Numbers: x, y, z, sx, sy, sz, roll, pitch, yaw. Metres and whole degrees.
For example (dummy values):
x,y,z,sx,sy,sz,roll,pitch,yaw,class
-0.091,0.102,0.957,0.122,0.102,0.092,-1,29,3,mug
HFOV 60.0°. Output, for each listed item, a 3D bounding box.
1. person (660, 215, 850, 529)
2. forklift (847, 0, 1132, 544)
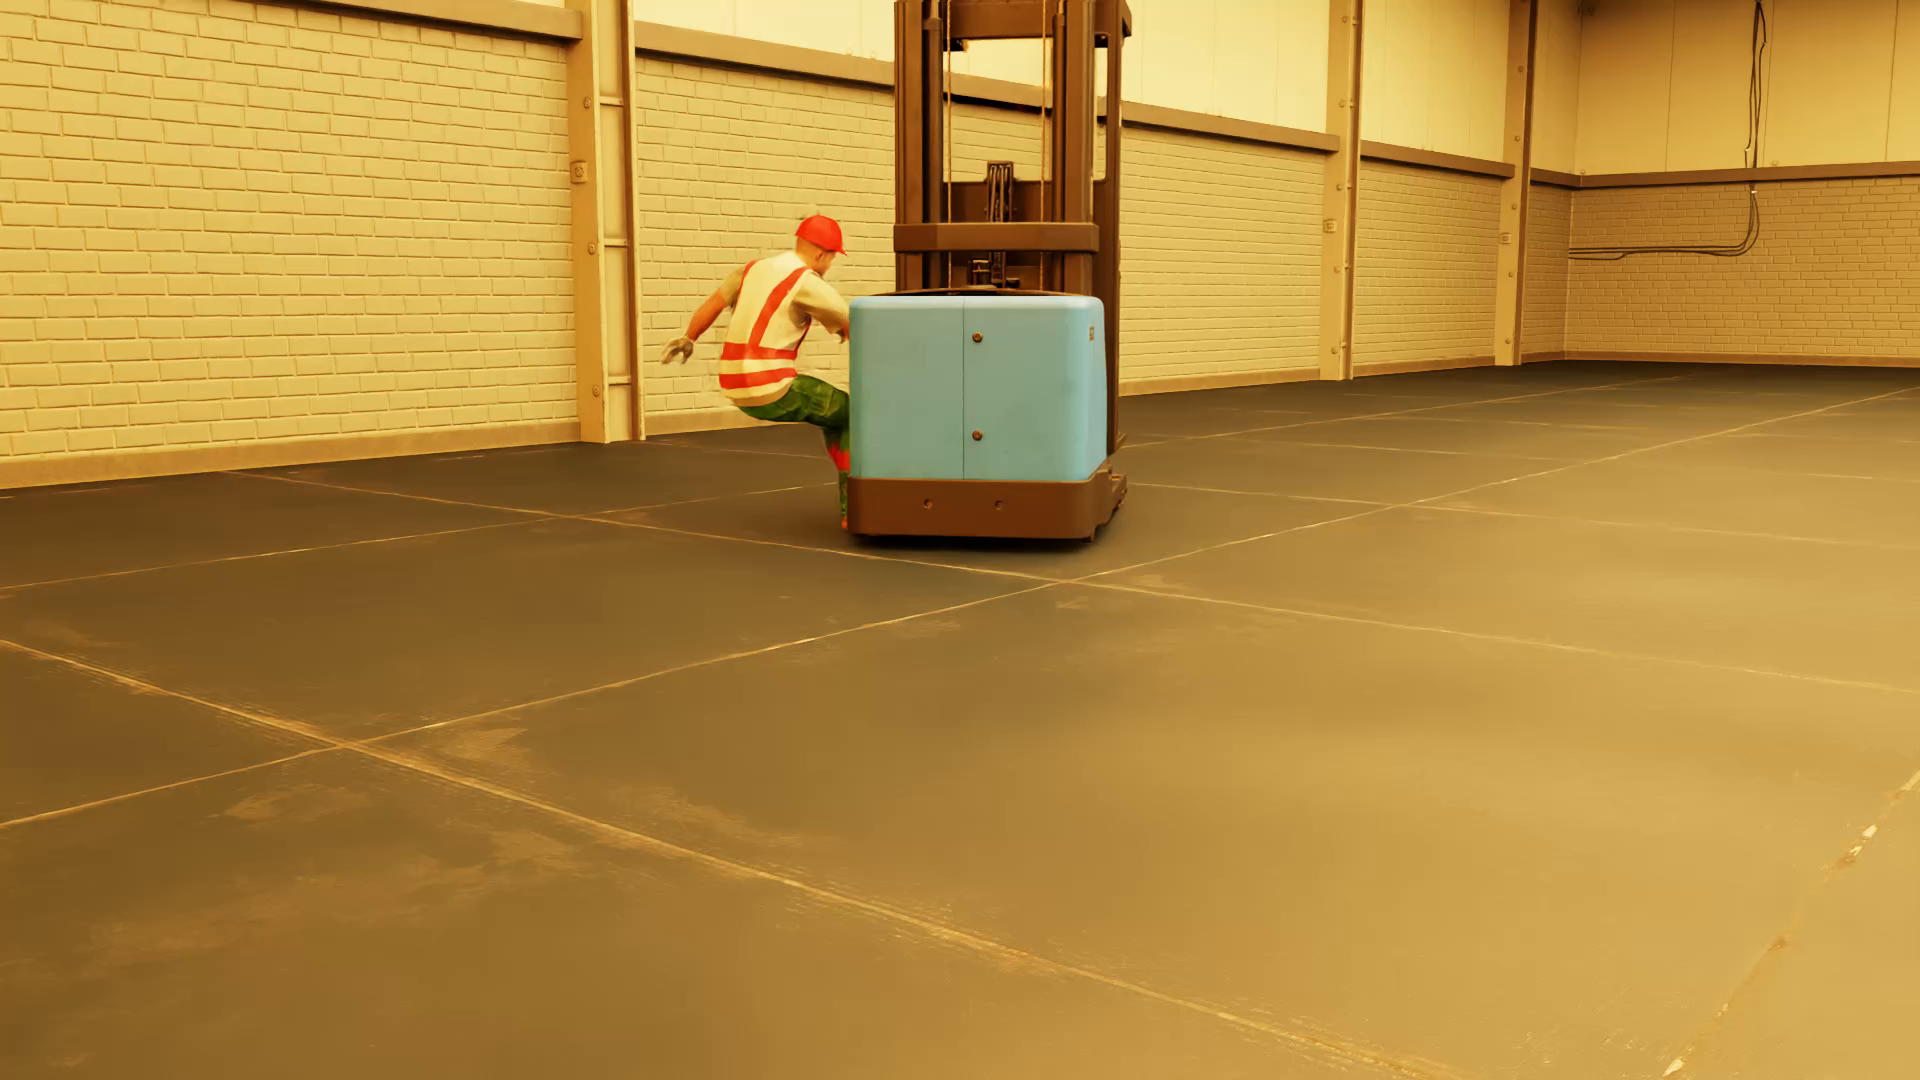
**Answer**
x,y,z,sx,sy,sz,roll,pitch,yaw,class
-0.741,-0.770,7.843,0.968,1.486,1.084,-7,11,-38,person
0.269,-1.610,8.282,1.130,2.935,3.031,1,8,10,forklift
